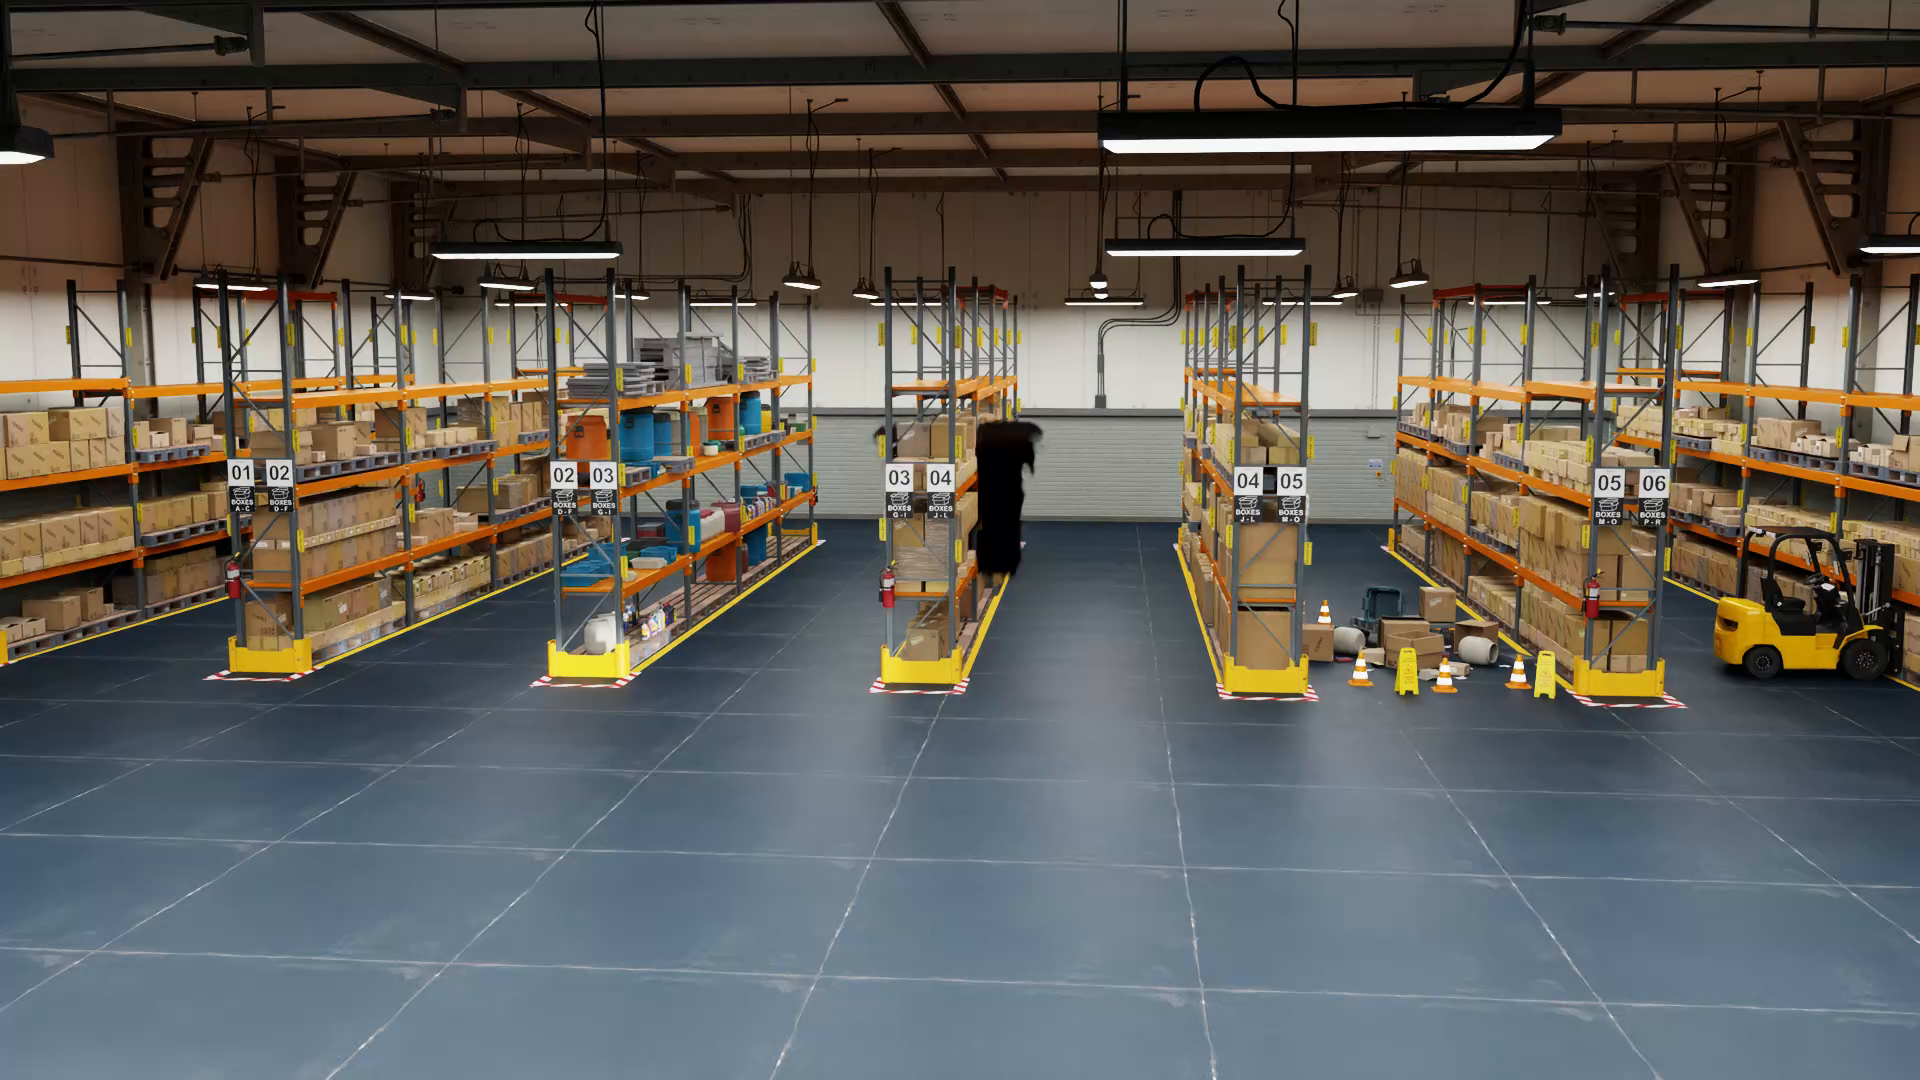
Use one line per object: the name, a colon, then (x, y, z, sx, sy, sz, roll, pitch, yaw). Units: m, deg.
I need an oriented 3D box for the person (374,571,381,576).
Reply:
person: (-11.319, 0.218, 32.261, 0.467, 1.741, 0.614, 0, 7, -3)

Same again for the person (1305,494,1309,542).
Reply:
person: (7.915, -0.523, 38.662, 0.348, 1.681, 0.525, -1, 7, -11)
